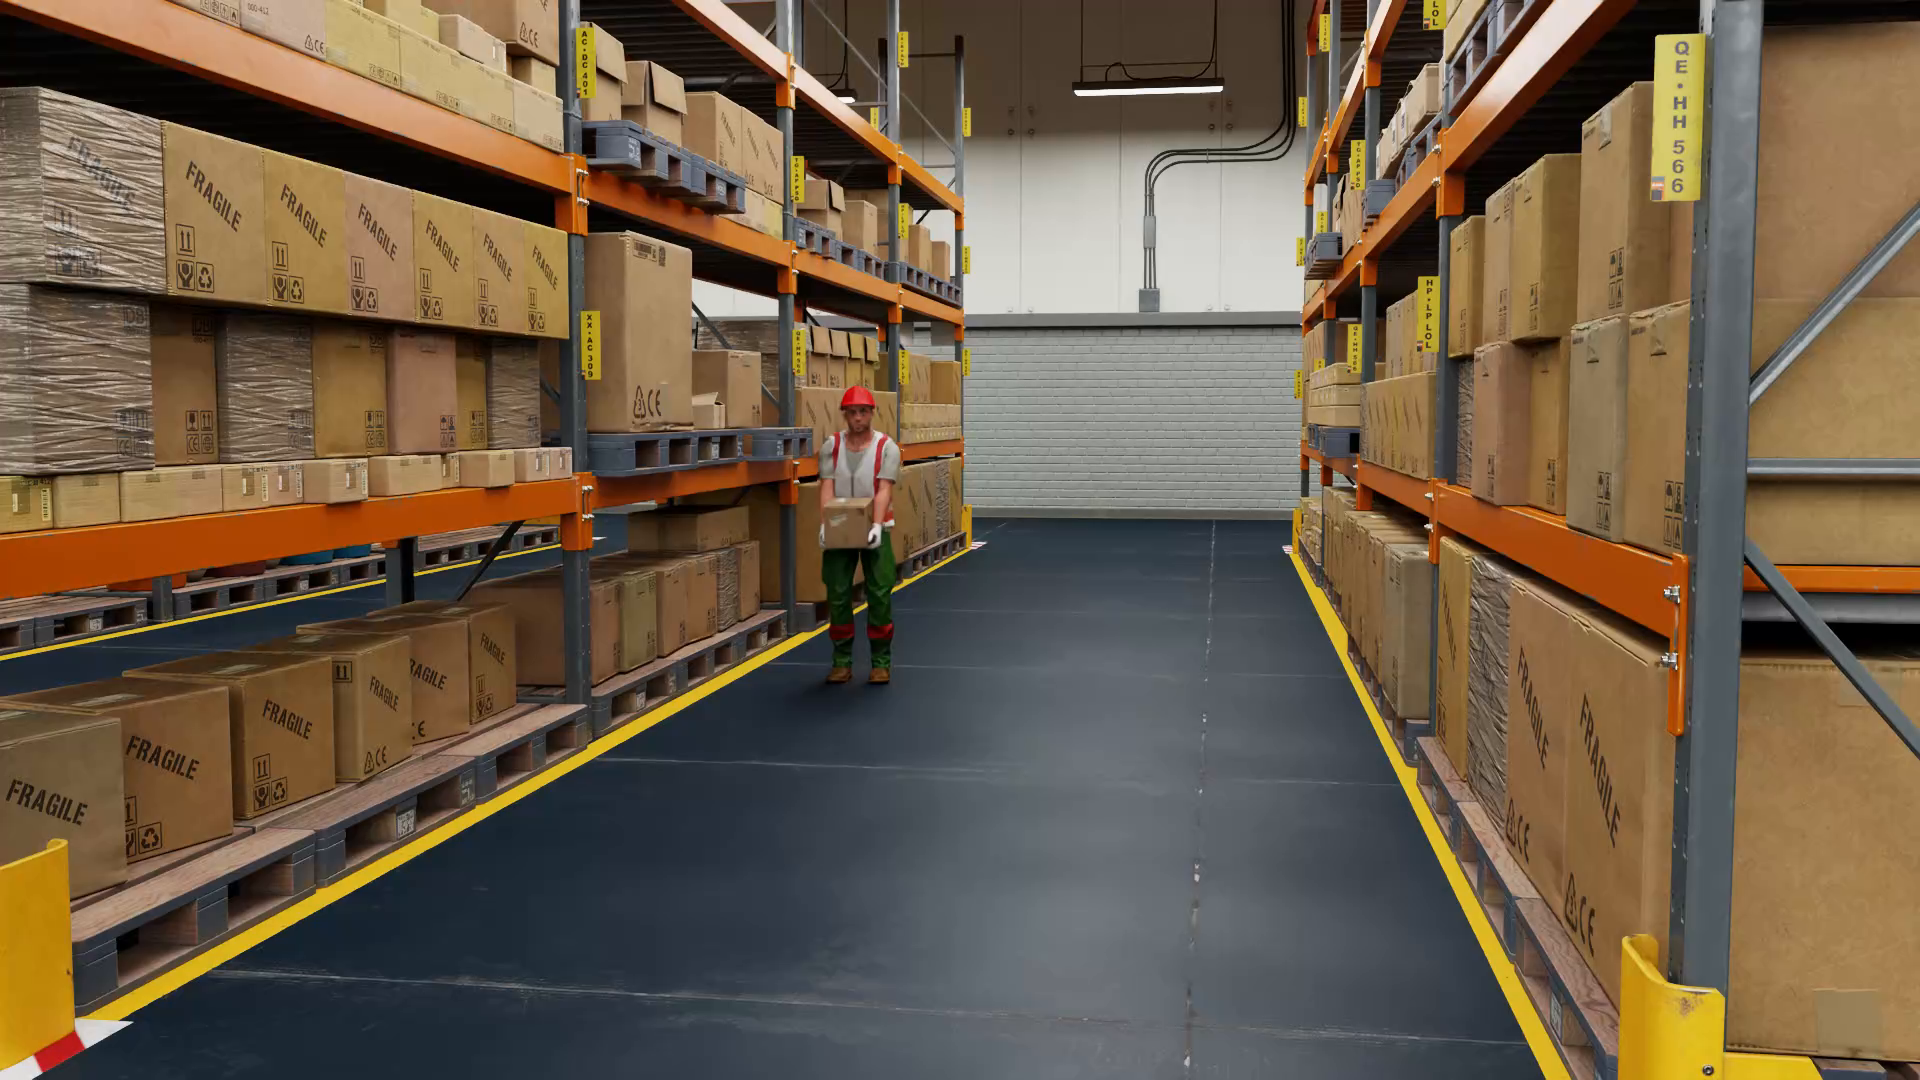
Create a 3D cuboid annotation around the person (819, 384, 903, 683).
[{"bbox_3d":[-0.604,-0.036,9.895,0.495,1.786,0.554,1,4,8],"label":"person"}]
